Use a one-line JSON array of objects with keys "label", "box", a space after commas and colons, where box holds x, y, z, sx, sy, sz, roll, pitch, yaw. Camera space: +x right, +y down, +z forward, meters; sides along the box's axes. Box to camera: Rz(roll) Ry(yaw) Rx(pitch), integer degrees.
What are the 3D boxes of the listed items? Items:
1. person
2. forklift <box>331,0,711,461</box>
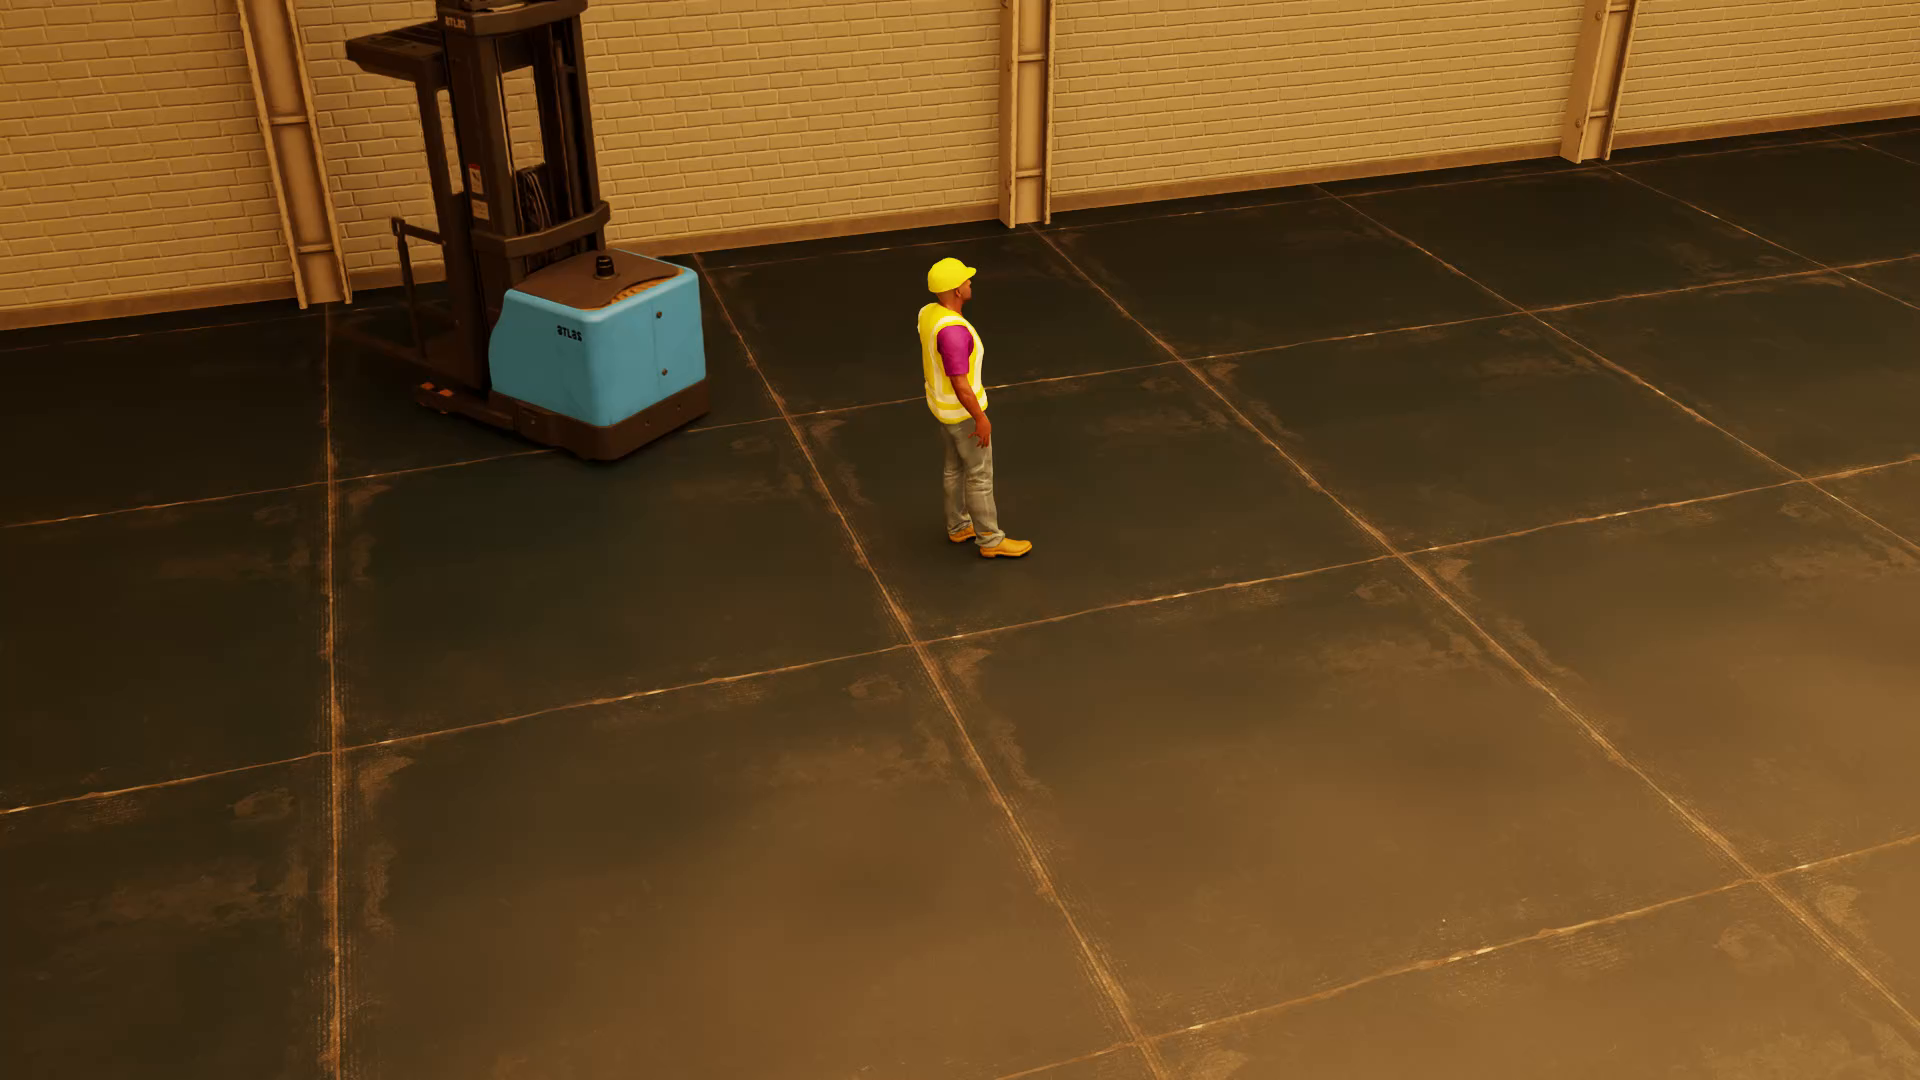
[{"label": "person", "box": [0.068, -0.780, 9.597, 0.575, 1.768, 0.666, -10, 31, -16]}, {"label": "forklift", "box": [-3.218, -2.345, 11.162, 3.031, 2.935, 1.130, 19, 35, 29]}]
